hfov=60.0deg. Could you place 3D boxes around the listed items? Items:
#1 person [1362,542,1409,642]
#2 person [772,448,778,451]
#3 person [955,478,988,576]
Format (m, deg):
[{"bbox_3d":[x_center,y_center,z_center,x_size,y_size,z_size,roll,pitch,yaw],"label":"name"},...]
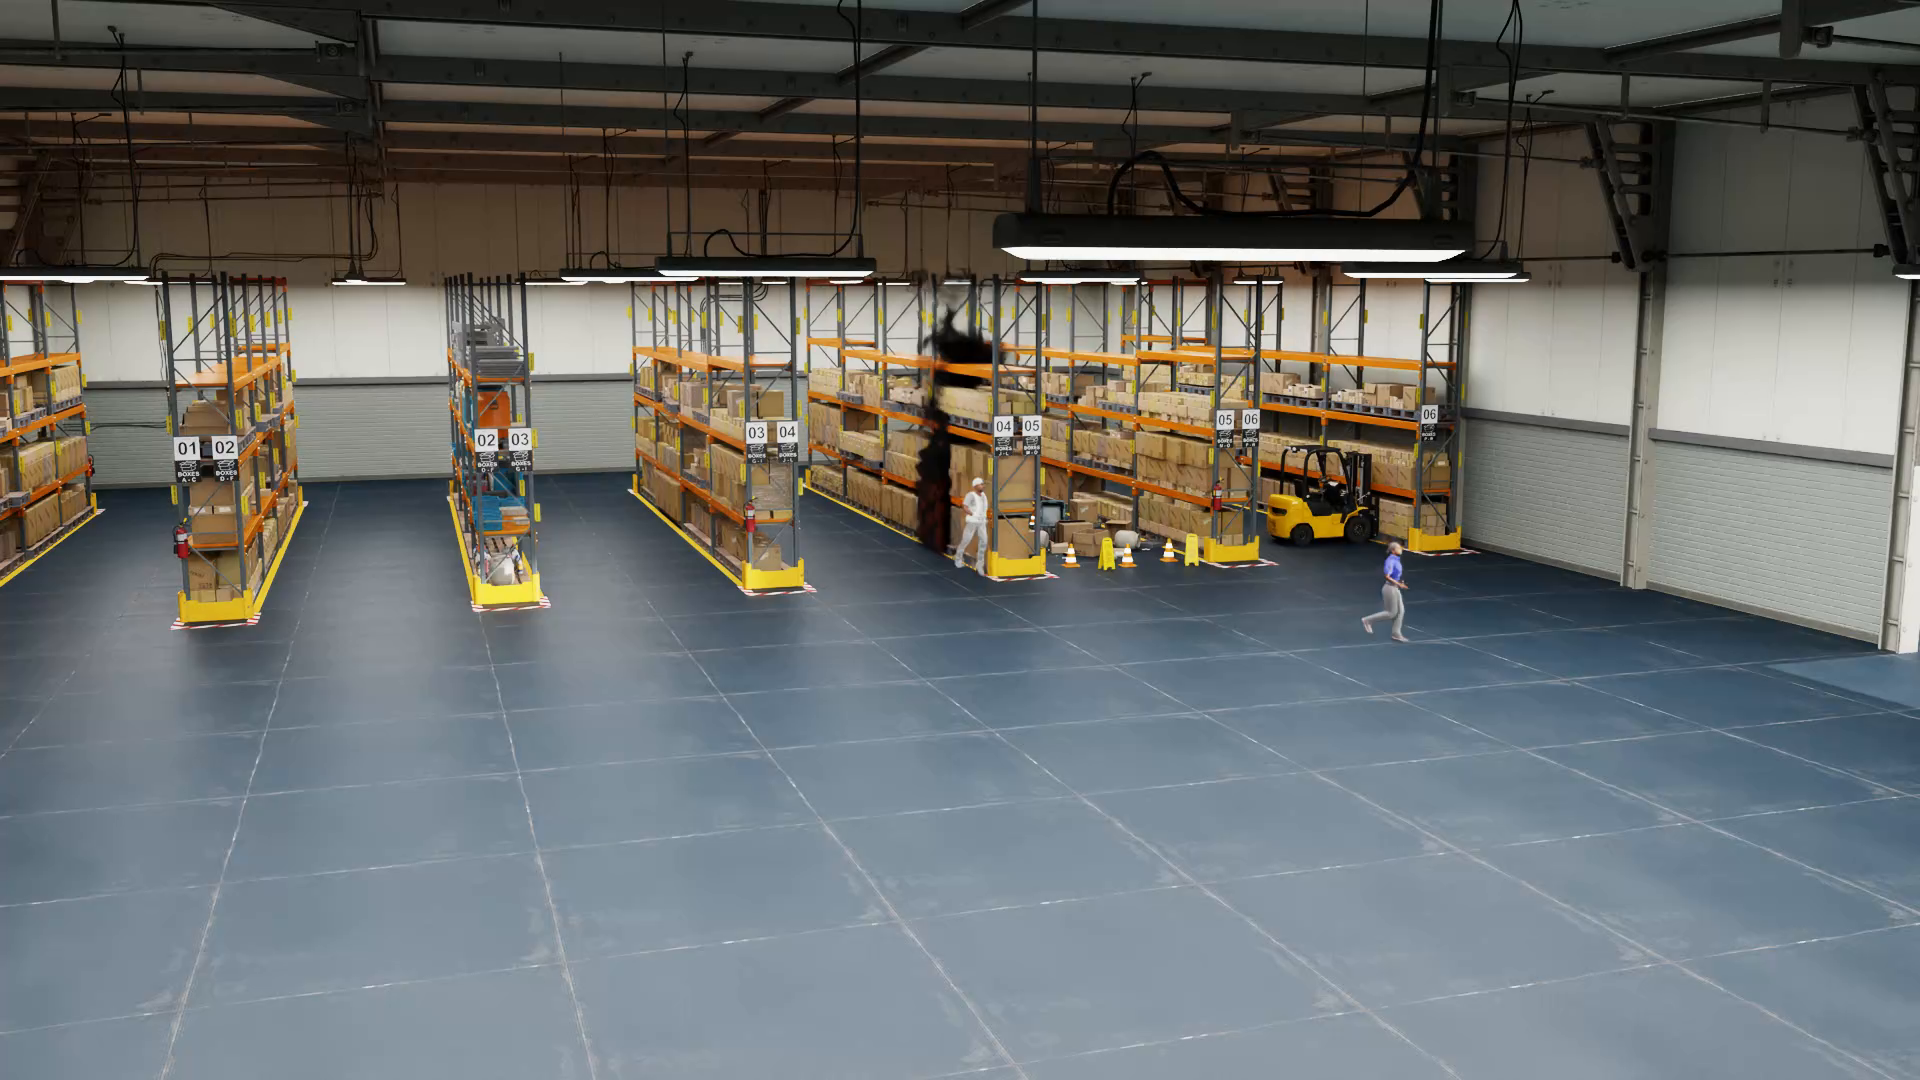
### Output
[{"bbox_3d":[7.005,0.840,27.243,0.757,1.648,0.586,3,9,19],"label":"person"},{"bbox_3d":[-5.192,-2.167,46.693,0.703,1.723,0.639,-2,9,-16],"label":"person"},{"bbox_3d":[0.316,-0.271,32.359,0.661,1.882,0.741,8,12,43],"label":"person"}]
